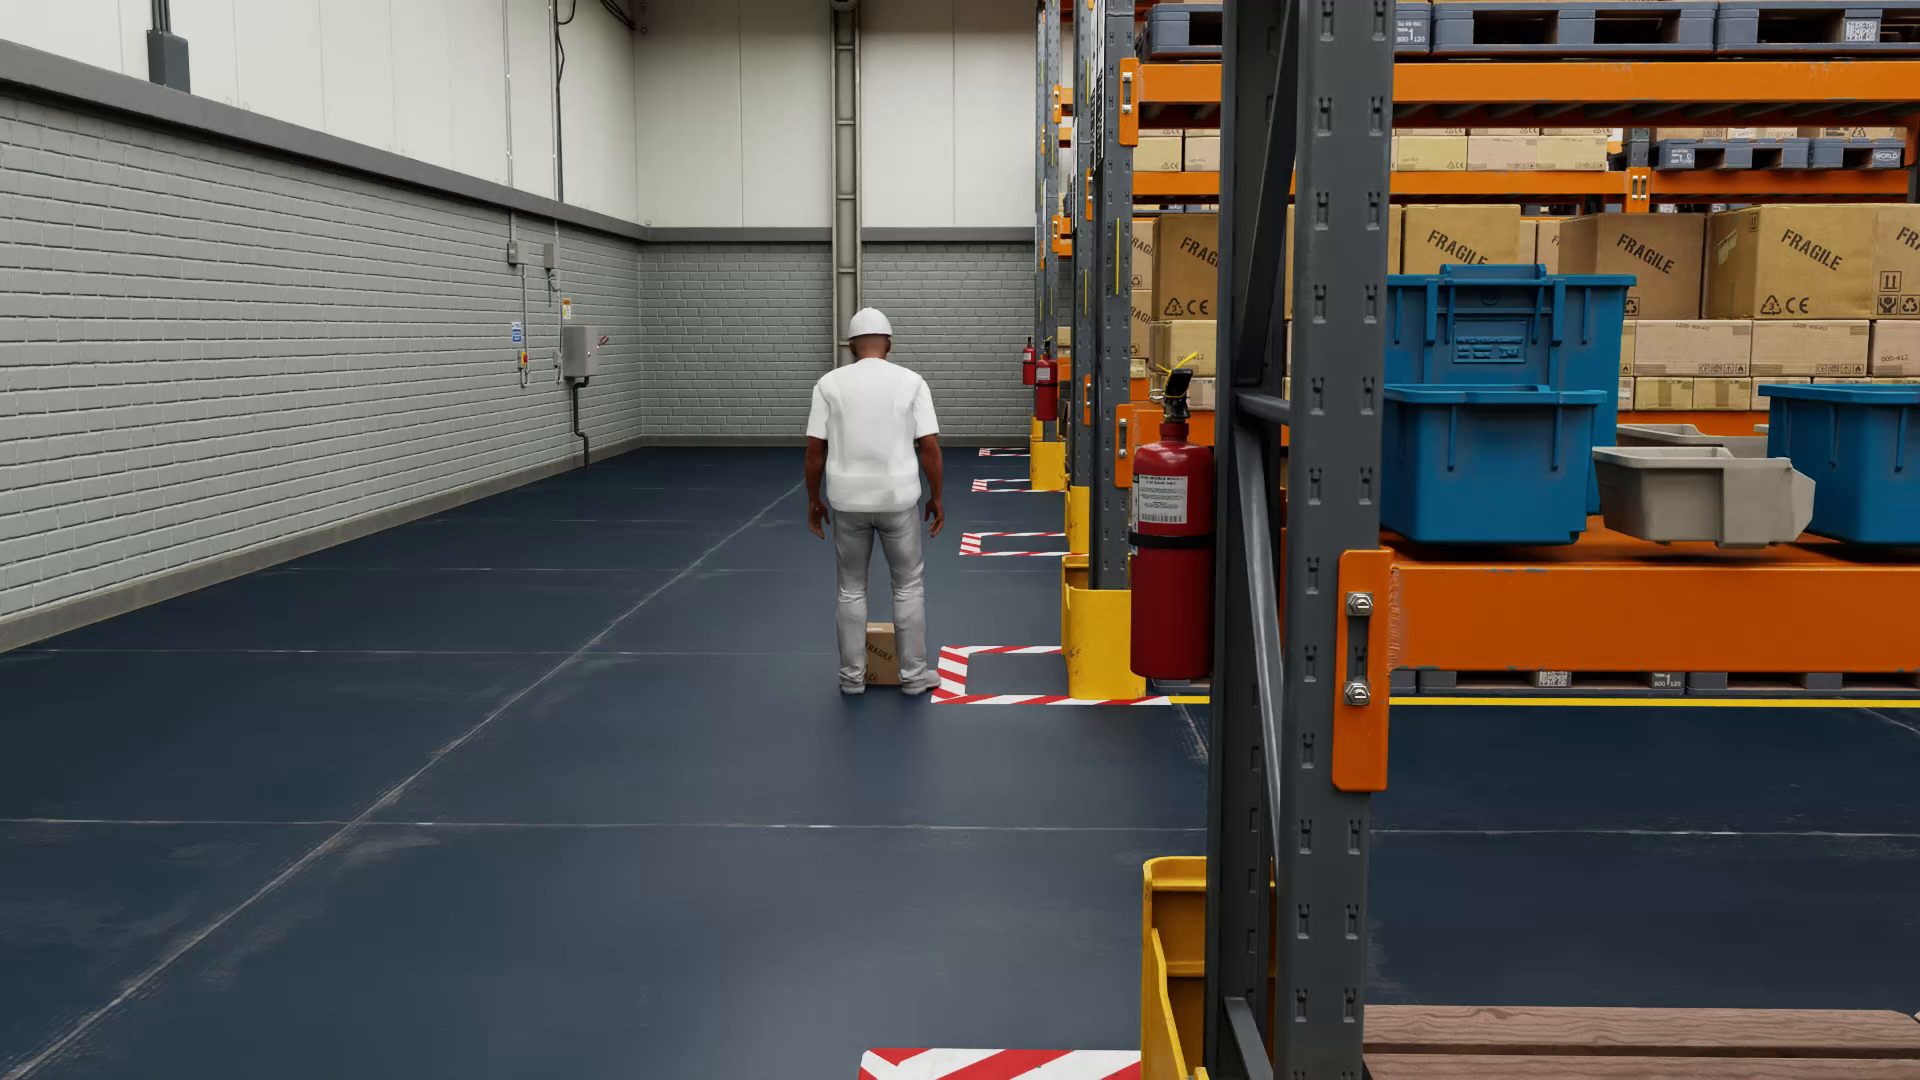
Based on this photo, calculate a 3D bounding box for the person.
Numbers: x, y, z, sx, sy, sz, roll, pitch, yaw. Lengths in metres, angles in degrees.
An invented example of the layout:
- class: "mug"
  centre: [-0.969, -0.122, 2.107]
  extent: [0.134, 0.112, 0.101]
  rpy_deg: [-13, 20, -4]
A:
- class: "person"
  centre: [-0.387, -0.178, 7.612]
  extent: [0.632, 1.759, 0.462]
  rpy_deg: [0, 7, 3]
